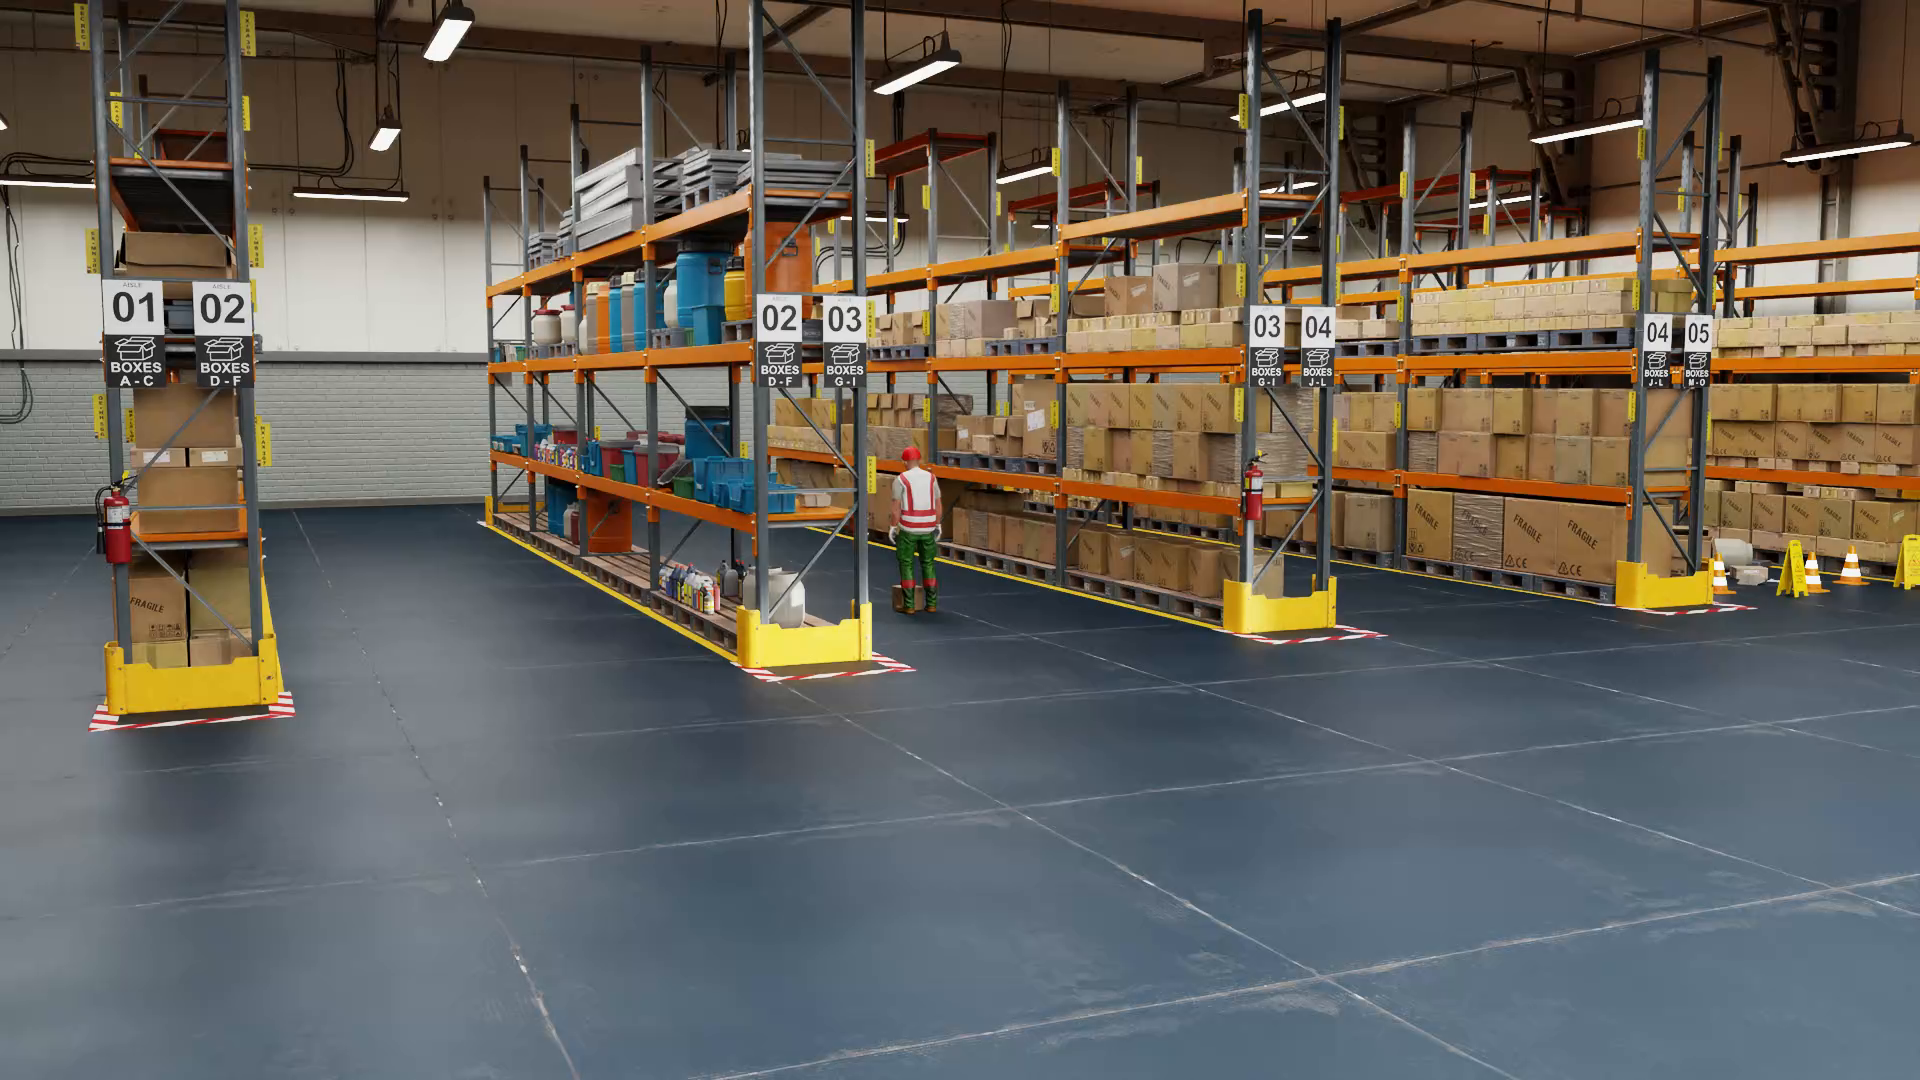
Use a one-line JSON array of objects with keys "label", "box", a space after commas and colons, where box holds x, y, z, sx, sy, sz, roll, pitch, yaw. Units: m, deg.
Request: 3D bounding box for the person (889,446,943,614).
[{"label": "person", "box": [-0.474, -0.111, 17.818, 0.606, 1.778, 0.453, -2, 6, -24]}]
